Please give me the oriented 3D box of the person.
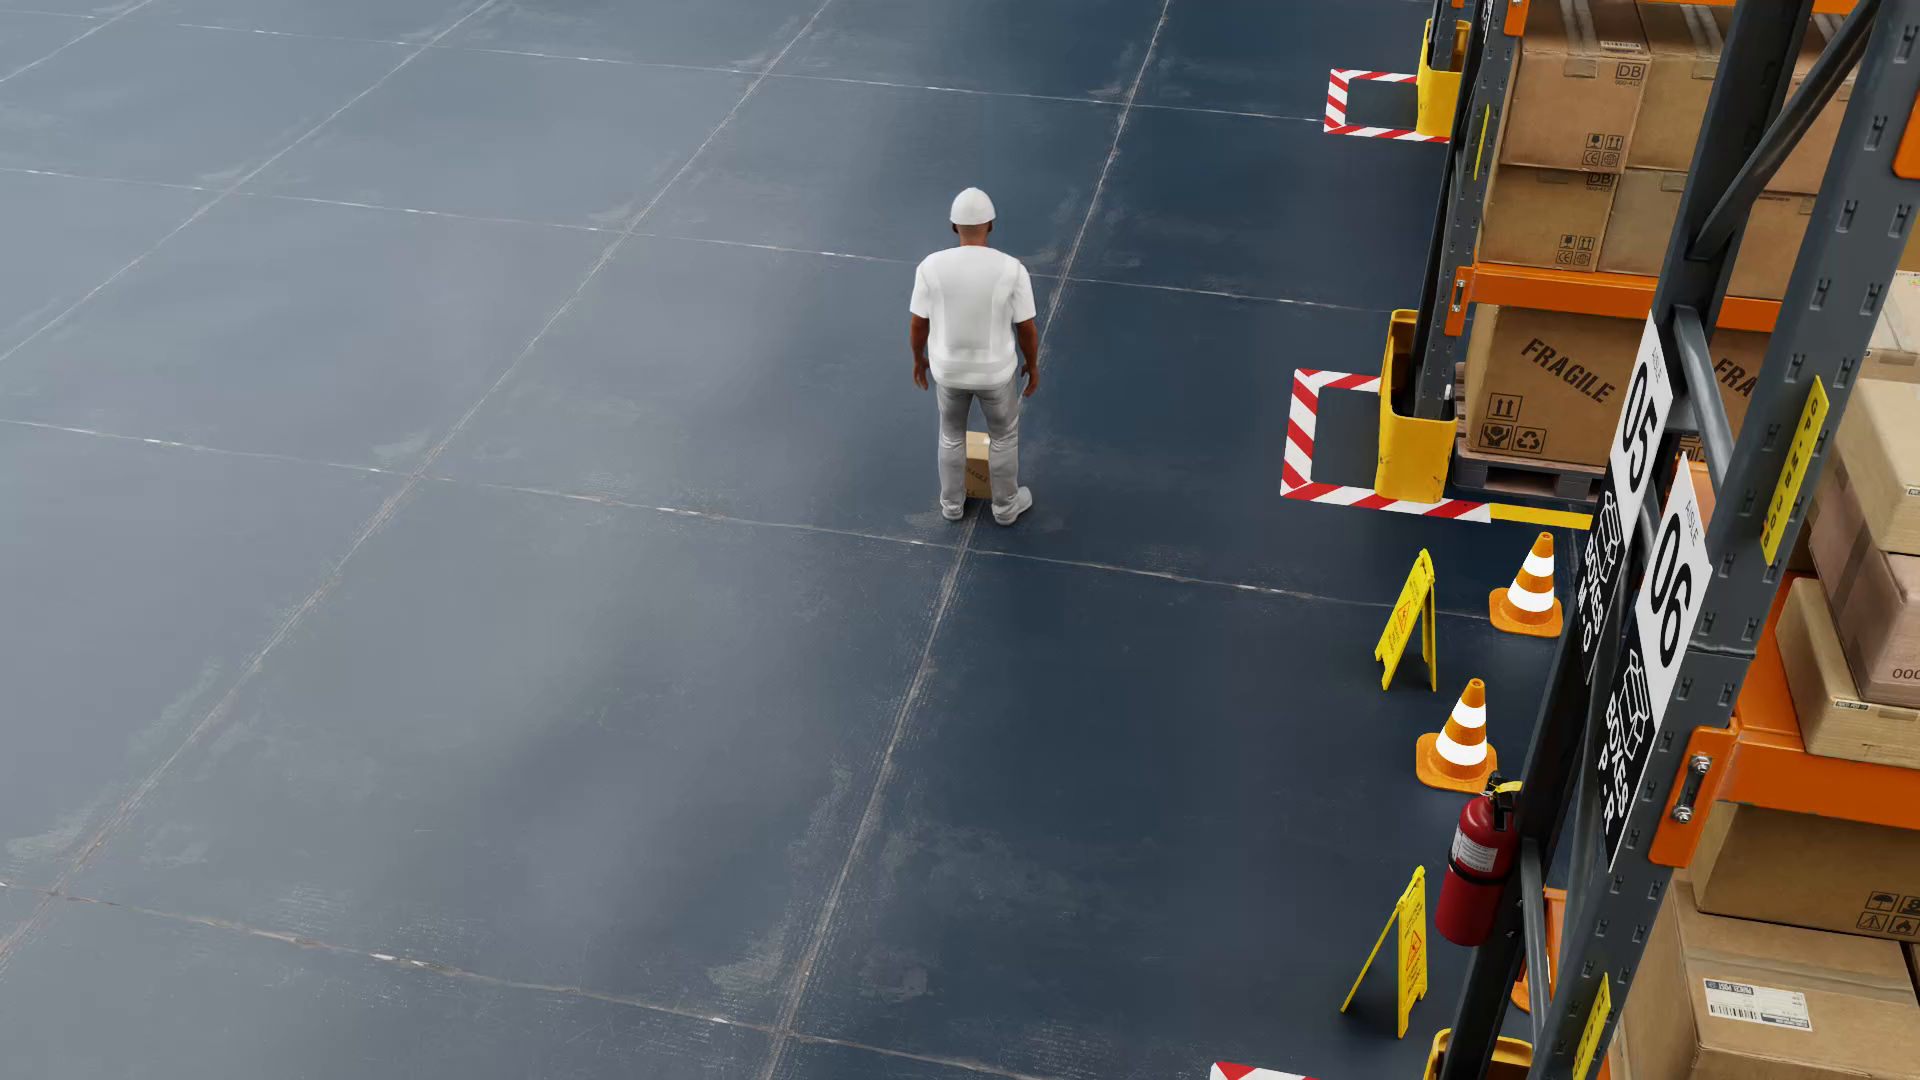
[{"bbox_3d":[0.074,-0.866,8.127,0.628,1.759,0.461,6,37,7],"label":"person"}]
